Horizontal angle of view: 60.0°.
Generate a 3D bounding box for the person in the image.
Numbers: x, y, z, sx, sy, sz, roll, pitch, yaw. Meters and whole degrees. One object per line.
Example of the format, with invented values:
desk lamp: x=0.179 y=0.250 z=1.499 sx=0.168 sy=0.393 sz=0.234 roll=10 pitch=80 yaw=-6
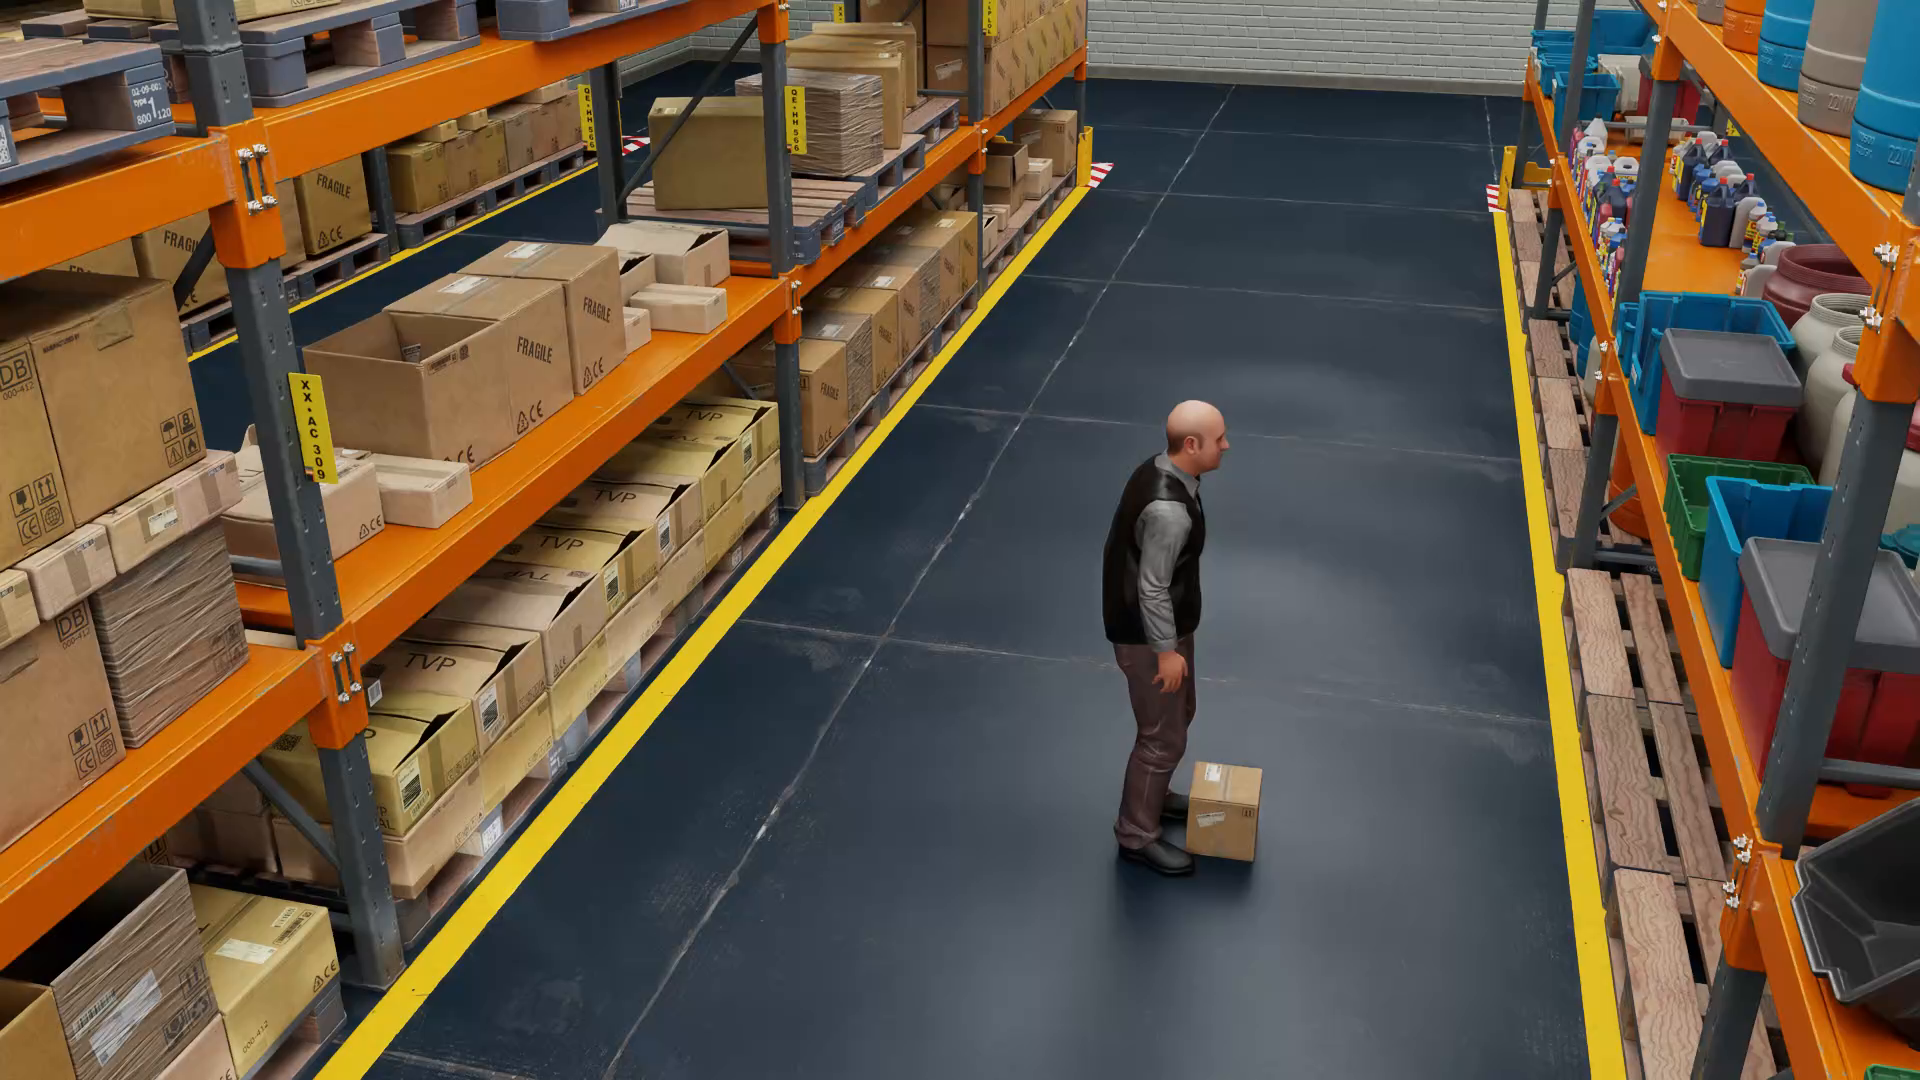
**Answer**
person: x=0.716 y=0.317 z=5.962 sx=0.426 sy=1.720 sz=0.593 roll=5 pitch=26 yaw=10
